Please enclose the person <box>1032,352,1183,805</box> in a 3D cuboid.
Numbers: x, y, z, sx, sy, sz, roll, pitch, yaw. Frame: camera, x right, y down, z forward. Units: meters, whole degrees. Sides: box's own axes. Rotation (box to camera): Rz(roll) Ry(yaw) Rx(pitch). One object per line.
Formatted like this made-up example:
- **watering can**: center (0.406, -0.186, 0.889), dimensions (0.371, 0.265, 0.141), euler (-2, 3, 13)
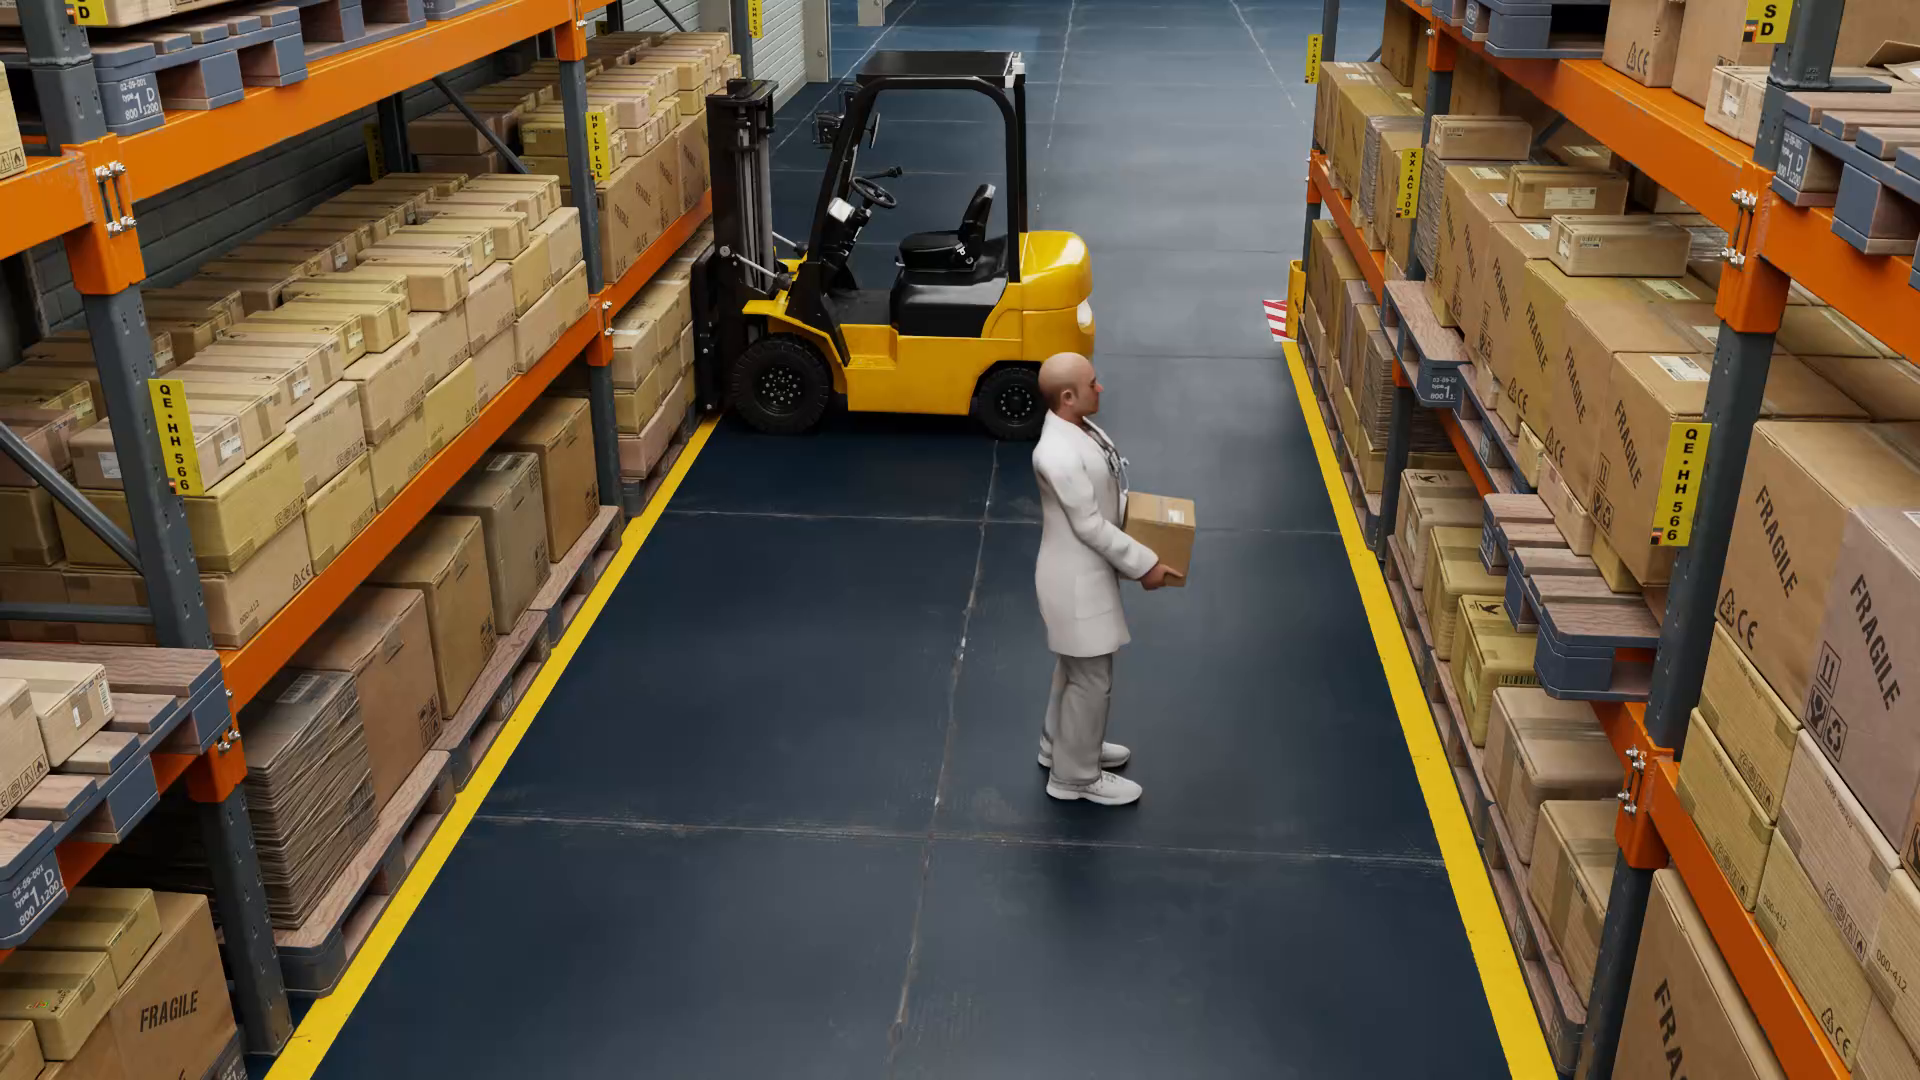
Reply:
- **person**: center (0.552, 0.151, 6.292), dimensions (0.561, 1.772, 0.529), euler (2, 24, 5)
